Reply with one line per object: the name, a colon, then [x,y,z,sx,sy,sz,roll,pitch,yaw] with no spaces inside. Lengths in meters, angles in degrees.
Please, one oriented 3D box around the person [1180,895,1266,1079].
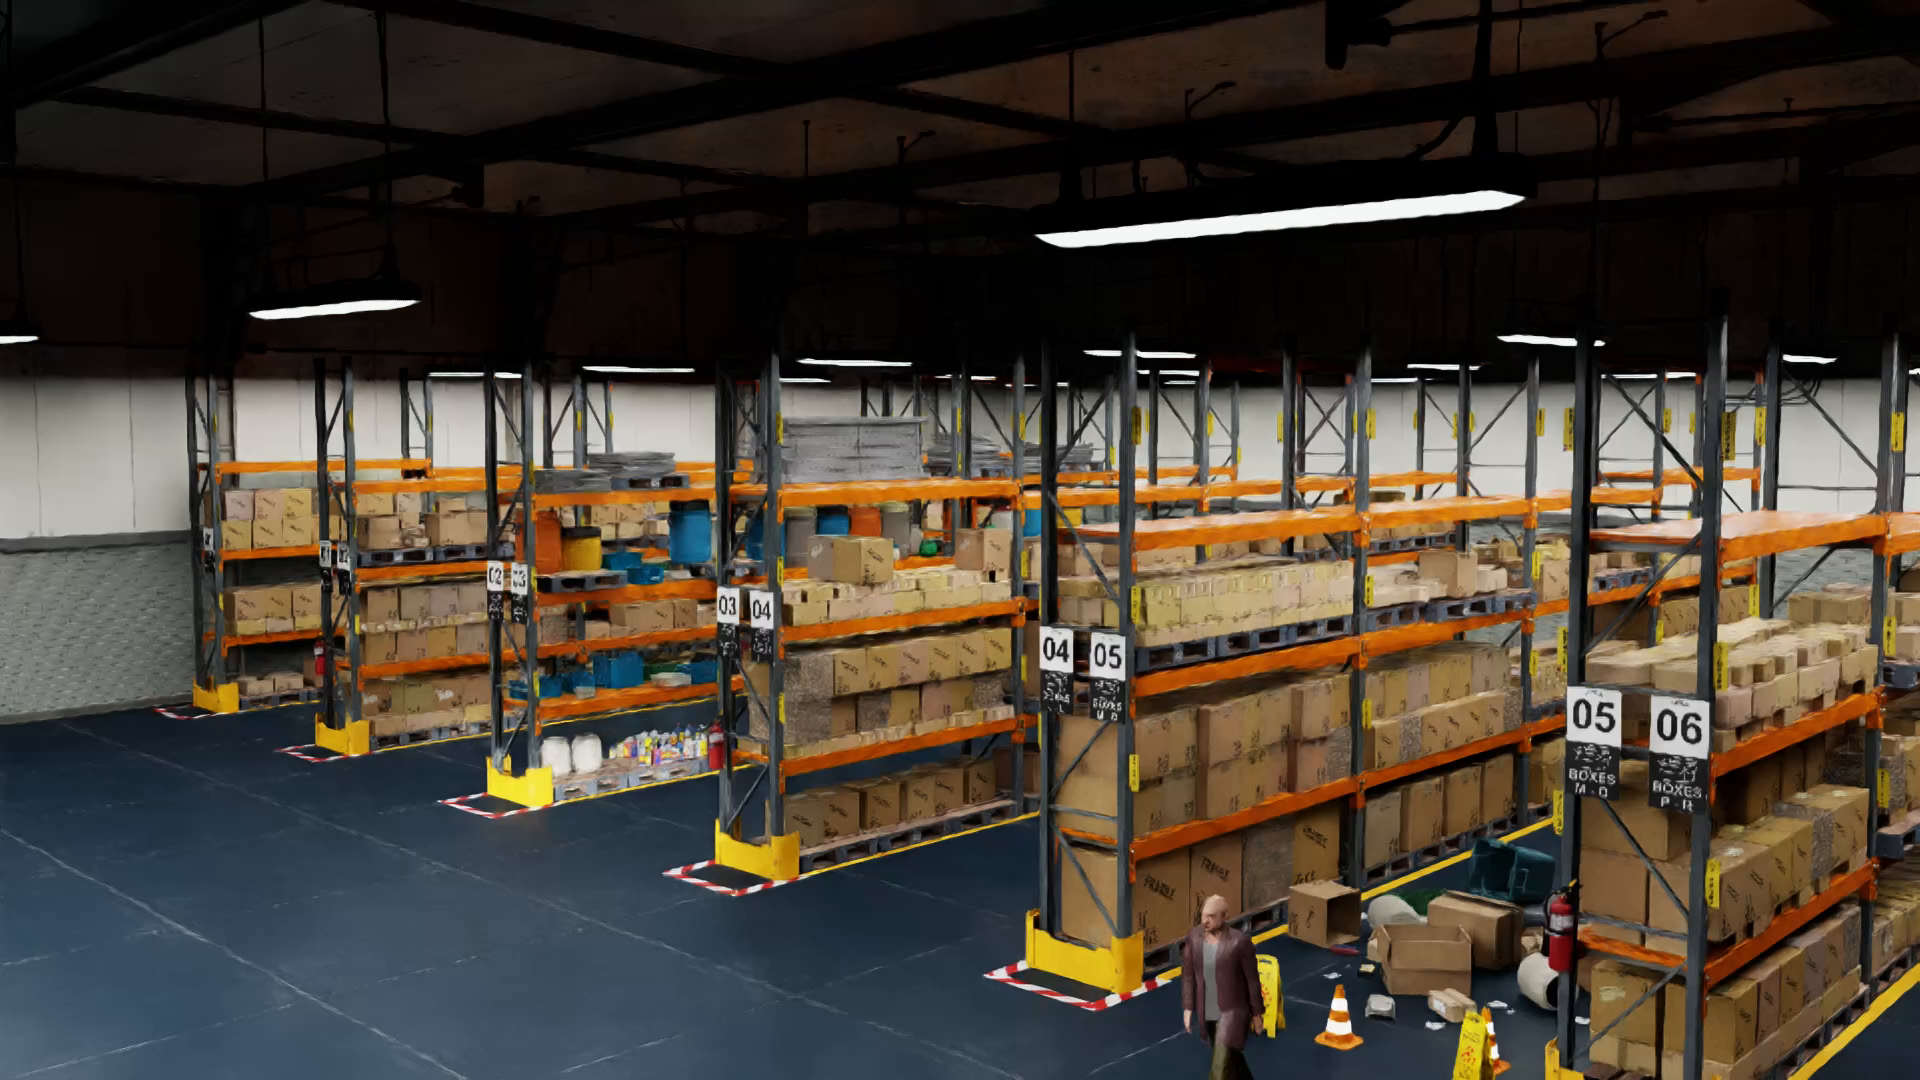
person: [1.847,3.381,11.966,0.601,1.698,1.195,4,6,42]
